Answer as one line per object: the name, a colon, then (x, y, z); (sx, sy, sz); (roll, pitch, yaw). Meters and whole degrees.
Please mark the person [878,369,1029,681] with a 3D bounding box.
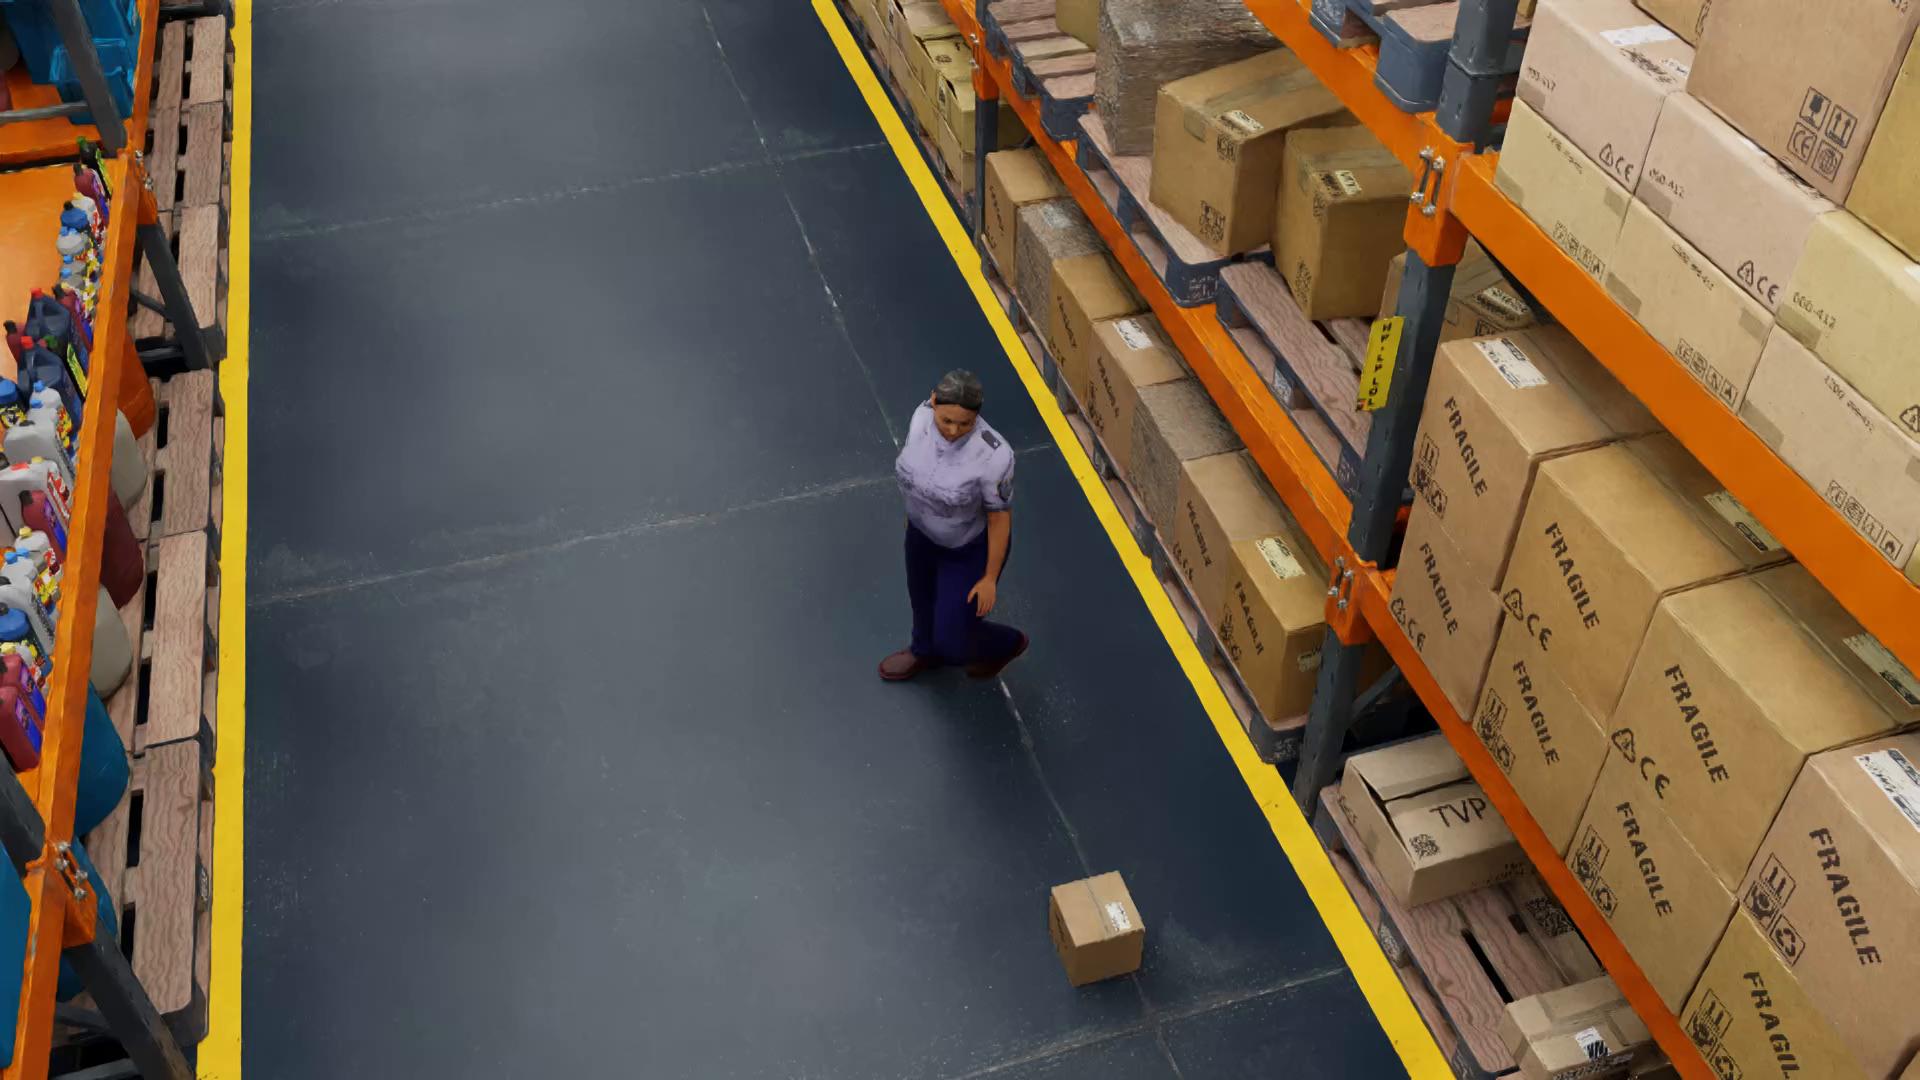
person: (-0.003, -0.008, 6.179); (0.487, 1.614, 0.577); (-31, 51, -29)
